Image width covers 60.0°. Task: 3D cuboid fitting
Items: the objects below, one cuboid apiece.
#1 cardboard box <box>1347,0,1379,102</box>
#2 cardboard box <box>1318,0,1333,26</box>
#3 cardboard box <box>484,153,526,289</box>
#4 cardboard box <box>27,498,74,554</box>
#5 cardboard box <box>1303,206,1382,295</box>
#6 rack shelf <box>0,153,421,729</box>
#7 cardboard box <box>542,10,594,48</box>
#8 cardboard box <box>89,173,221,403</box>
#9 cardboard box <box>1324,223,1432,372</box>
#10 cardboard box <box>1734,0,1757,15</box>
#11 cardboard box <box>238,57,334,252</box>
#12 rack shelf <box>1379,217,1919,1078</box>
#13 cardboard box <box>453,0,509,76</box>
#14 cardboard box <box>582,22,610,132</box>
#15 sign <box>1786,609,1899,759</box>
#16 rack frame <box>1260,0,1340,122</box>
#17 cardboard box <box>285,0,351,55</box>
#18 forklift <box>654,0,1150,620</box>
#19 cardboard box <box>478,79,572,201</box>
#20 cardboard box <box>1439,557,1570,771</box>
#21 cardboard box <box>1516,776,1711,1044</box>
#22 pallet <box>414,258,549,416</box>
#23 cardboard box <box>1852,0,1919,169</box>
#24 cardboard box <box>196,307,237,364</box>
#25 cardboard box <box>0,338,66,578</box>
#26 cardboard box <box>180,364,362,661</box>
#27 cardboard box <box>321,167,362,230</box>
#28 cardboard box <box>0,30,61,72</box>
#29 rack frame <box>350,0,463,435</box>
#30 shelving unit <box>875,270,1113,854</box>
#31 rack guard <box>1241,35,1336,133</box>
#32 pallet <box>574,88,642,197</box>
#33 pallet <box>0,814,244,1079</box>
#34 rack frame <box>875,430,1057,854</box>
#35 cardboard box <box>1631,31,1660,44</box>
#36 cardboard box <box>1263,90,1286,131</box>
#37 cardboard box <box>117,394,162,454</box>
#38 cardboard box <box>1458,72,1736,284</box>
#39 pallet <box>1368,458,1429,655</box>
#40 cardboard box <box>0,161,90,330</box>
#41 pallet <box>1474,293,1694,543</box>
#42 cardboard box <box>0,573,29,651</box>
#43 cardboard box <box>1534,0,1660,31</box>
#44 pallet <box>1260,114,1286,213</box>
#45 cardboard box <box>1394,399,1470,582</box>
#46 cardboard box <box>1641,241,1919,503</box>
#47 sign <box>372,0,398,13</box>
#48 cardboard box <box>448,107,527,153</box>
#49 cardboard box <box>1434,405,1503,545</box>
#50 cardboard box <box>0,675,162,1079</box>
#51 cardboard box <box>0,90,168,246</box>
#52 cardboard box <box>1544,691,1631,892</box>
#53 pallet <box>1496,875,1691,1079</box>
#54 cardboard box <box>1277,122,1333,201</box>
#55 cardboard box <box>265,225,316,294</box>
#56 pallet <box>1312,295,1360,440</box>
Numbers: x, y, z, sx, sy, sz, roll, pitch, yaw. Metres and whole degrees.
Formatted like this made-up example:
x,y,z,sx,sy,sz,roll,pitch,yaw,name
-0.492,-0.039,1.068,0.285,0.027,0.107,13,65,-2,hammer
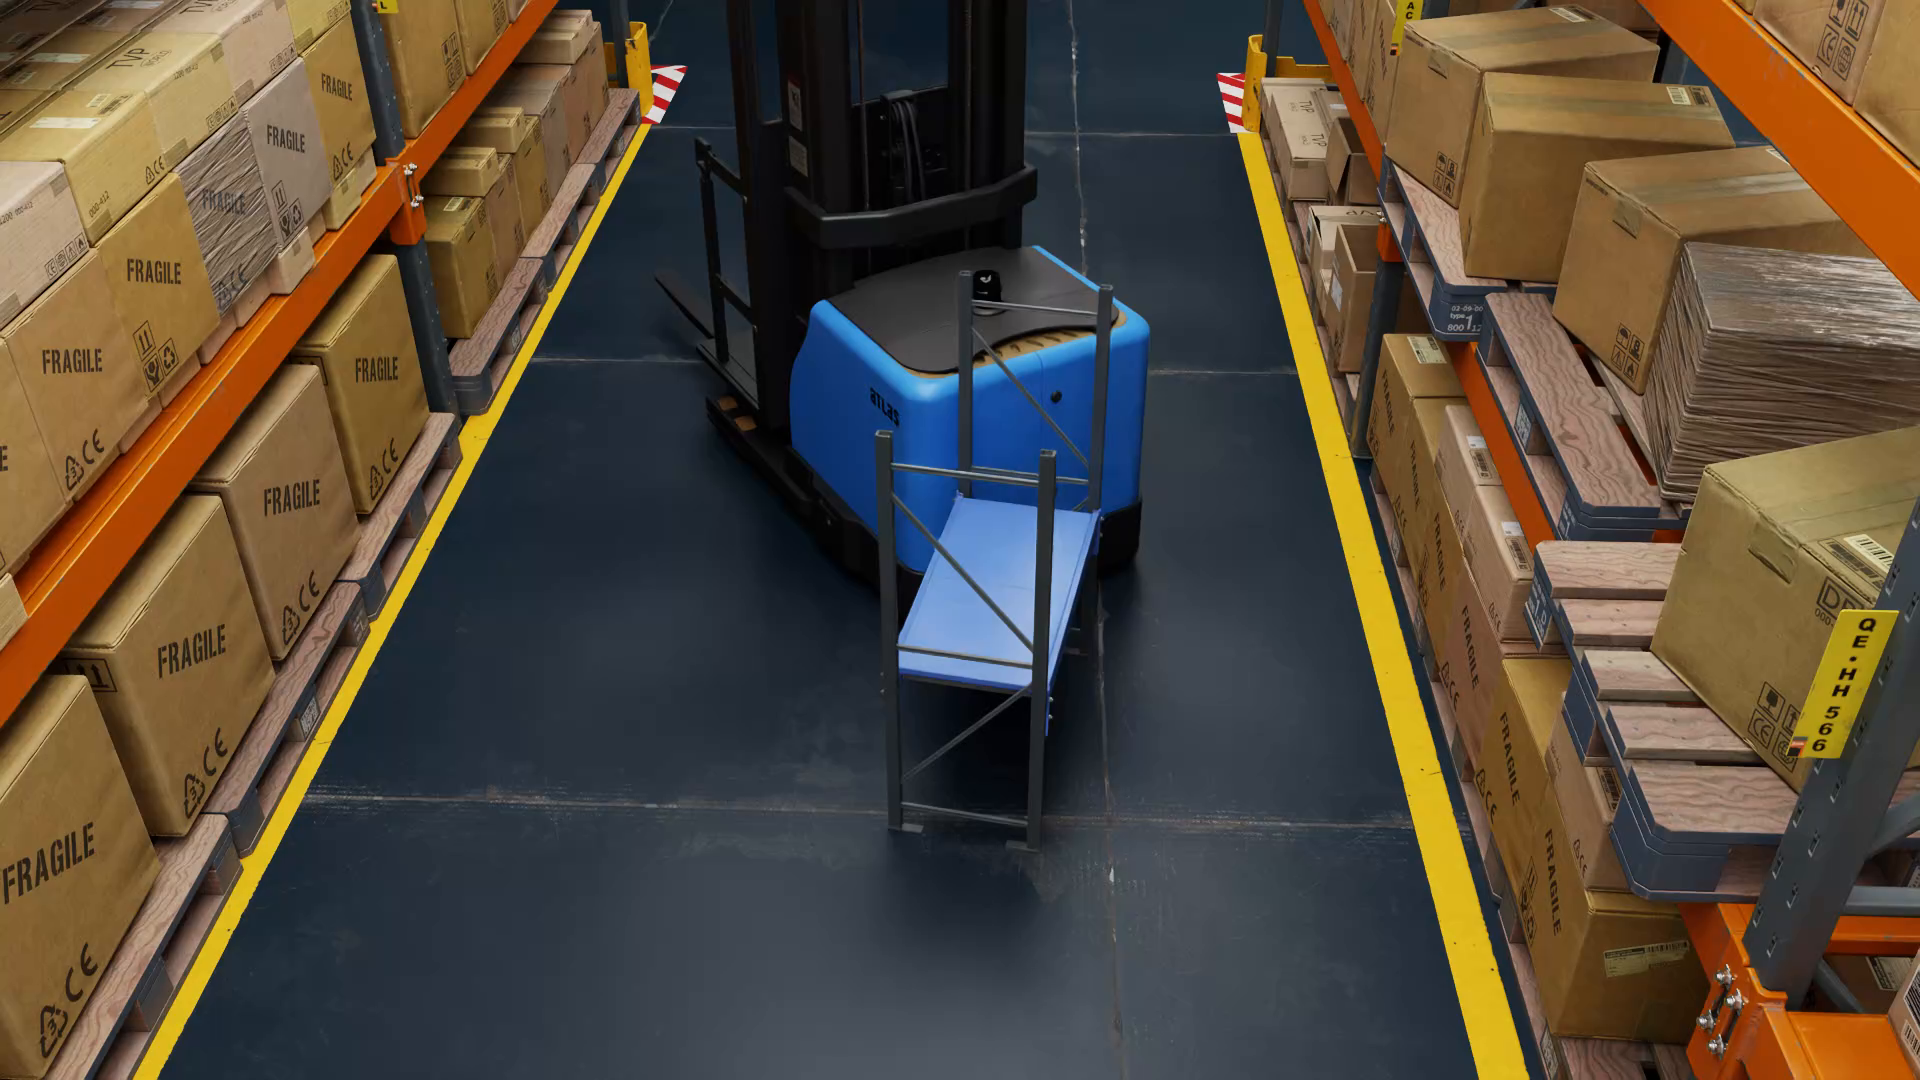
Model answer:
x,y,z,sx,sy,sz,roll,pitch,yaw,name
1.997,-2.229,7.226,0.500,0.500,0.500,2,35,3,cardboard box
2.033,-2.817,8.063,0.500,0.500,0.500,2,35,3,cardboard box
-2.580,-1.576,8.193,0.700,0.500,0.500,1,35,1,cardboard box
-2.650,-0.094,4.477,0.380,0.149,0.250,2,35,3,cardboard box
1.983,-1.444,8.151,0.500,0.311,0.500,1,35,2,cardboard box
-2.817,-0.268,5.148,1.077,0.370,4.000,1,35,2,rack shelf
-2.327,-2.942,9.571,0.380,0.149,0.250,1,35,1,cardboard box
-2.557,-0.742,4.834,0.500,0.500,0.500,2,35,3,cardboard box
1.953,-1.090,7.484,0.500,0.500,0.500,1,35,2,cardboard box
2.078,-1.412,3.455,0.910,0.500,0.500,1,35,2,cardboard box
-2.514,-1.318,5.653,0.500,0.500,0.500,2,35,2,cardboard box
2.133,-0.156,4.988,1.077,0.370,4.000,1,35,2,rack shelf
-2.663,-2.565,7.530,0.980,0.700,0.700,0,35,1,cardboard box
-2.504,-2.754,9.869,0.700,0.500,0.500,1,35,2,cardboard box
1.510,0.251,2.847,0.100,0.325,0.005,1,35,2,sign
2.374,-3.897,9.687,1.000,3.000,0.127,1,35,2,rack frame
-2.499,-1.915,5.850,0.500,0.250,0.500,2,35,3,cardboard box
-0.470,-1.698,6.617,1.130,2.935,3.031,-19,39,-24,forklift
-2.543,-2.178,9.049,0.700,0.500,0.500,0,35,0,cardboard box
1.892,0.400,5.363,0.500,0.500,0.500,0,35,0,cardboard box
1.856,0.999,4.511,0.500,0.500,0.500,3,35,4,cardboard box
-2.628,-1.006,7.997,1.003,0.211,1.213,1,35,2,pallet
2.037,-0.821,2.613,0.910,0.500,0.500,1,35,2,cardboard box
-2.562,-0.687,5.320,0.380,0.149,0.250,0,35,1,cardboard box
-2.591,-0.158,4.003,0.500,0.500,0.500,2,35,3,cardboard box
-2.665,-0.116,5.811,0.750,0.750,0.750,2,35,3,cardboard box
-2.453,-1.270,6.150,0.380,0.149,0.250,2,35,3,cardboard box
-3.044,-1.342,5.035,0.500,0.250,0.500,0,35,0,cardboard box
-2.736,-1.711,6.576,1.000,3.000,0.127,1,35,2,rack frame
0.128,0.065,5.353,0.538,1.500,1.048,8,36,11,shelving unit
2.371,-2.831,10.343,1.175,0.500,0.348,1,35,2,rack guard
-2.530,-2.407,9.992,1.003,0.211,1.213,1,35,2,pallet
-2.790,1.276,4.750,1.003,0.211,1.213,1,35,2,pallet
0.014,0.350,4.948,0.500,1.500,0.032,8,36,11,rack frame
2.506,-1.927,6.796,0.500,0.500,0.500,2,35,3,cardboard box
2.004,-2.542,9.839,0.380,0.166,0.250,1,35,2,cardboard box
-2.602,-0.384,4.889,0.380,0.149,0.250,2,35,2,cardboard box
2.007,-1.148,5.323,0.700,0.500,0.500,7,36,9,cardboard box
2.219,0.010,6.552,1.003,0.211,1.213,1,35,2,pallet
-2.584,-0.742,4.182,0.500,0.250,0.500,2,35,2,cardboard box
2.126,-0.340,4.792,1.003,0.211,1.213,1,35,2,pallet
-2.538,0.202,4.055,0.380,0.149,0.250,2,35,3,cardboard box
2.514,-2.313,6.476,0.500,0.500,0.500,2,35,3,cardboard box
2.340,-2.255,9.775,1.003,0.211,1.213,1,35,2,pallet
1.940,-0.177,6.185,0.500,0.500,0.500,2,35,3,cardboard box
2.193,-0.399,4.257,0.700,0.500,0.500,8,36,11,cardboard box
-2.194,-2.146,6.256,0.100,0.325,0.005,1,35,2,sign
-2.387,-2.046,8.296,0.380,0.149,0.250,0,35,1,cardboard box
1.910,-0.216,5.588,0.500,0.250,0.500,1,35,2,cardboard box
-2.736,0.875,4.401,0.750,0.750,0.750,1,35,1,cardboard box
-2.570,-1.035,4.599,0.500,0.250,0.500,1,35,1,cardboard box
1.854,0.660,4.342,0.500,0.250,0.500,3,35,4,cardboard box
2.121,1.412,4.558,1.003,0.211,1.213,1,35,2,pallet
2.029,-2.072,9.098,0.500,0.250,0.500,1,35,2,cardboard box
-2.461,-0.970,5.722,0.380,0.149,0.250,1,35,2,cardboard box
2.242,-0.853,7.780,1.003,0.211,1.213,1,35,2,pallet
